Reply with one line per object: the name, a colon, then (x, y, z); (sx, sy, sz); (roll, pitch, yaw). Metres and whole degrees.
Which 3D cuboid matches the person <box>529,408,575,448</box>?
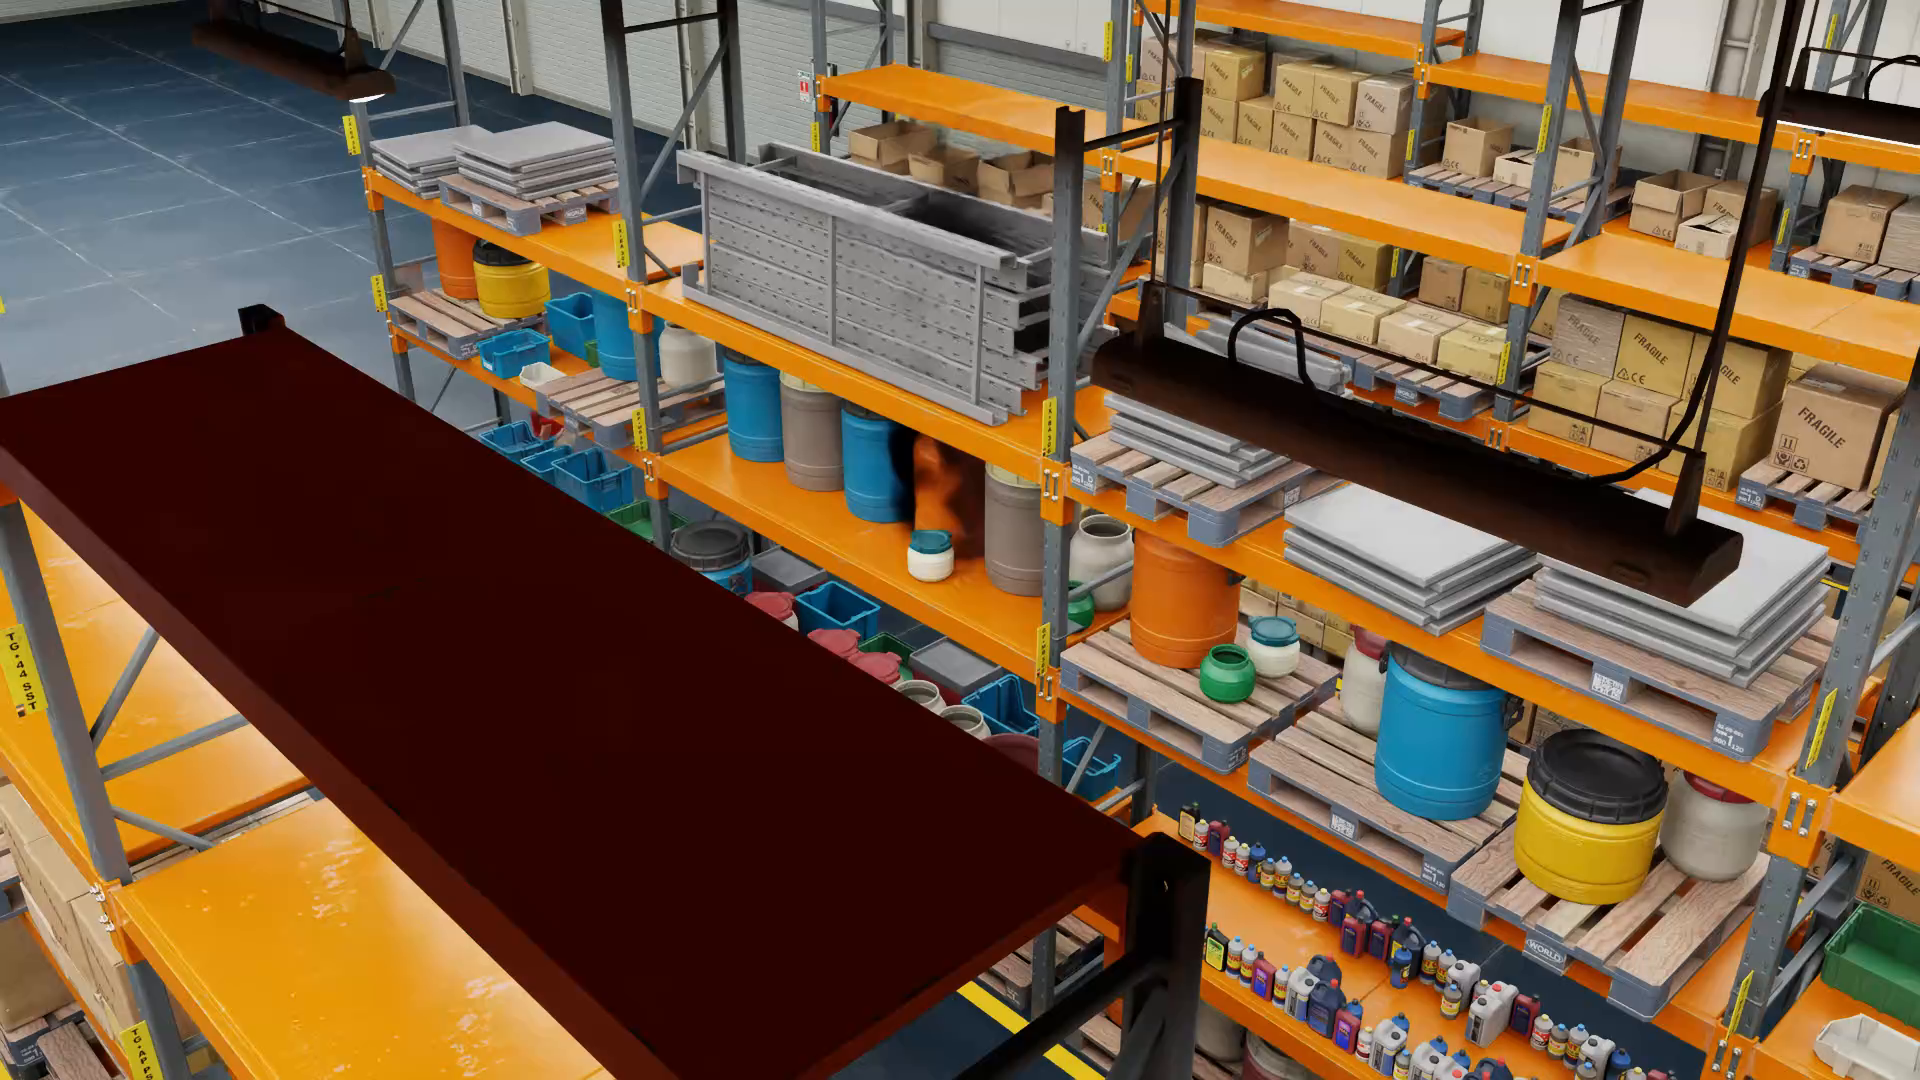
person: (-4.178, -1.002, 16.994); (0.538, 1.667, 0.714); (9, 29, 16)
